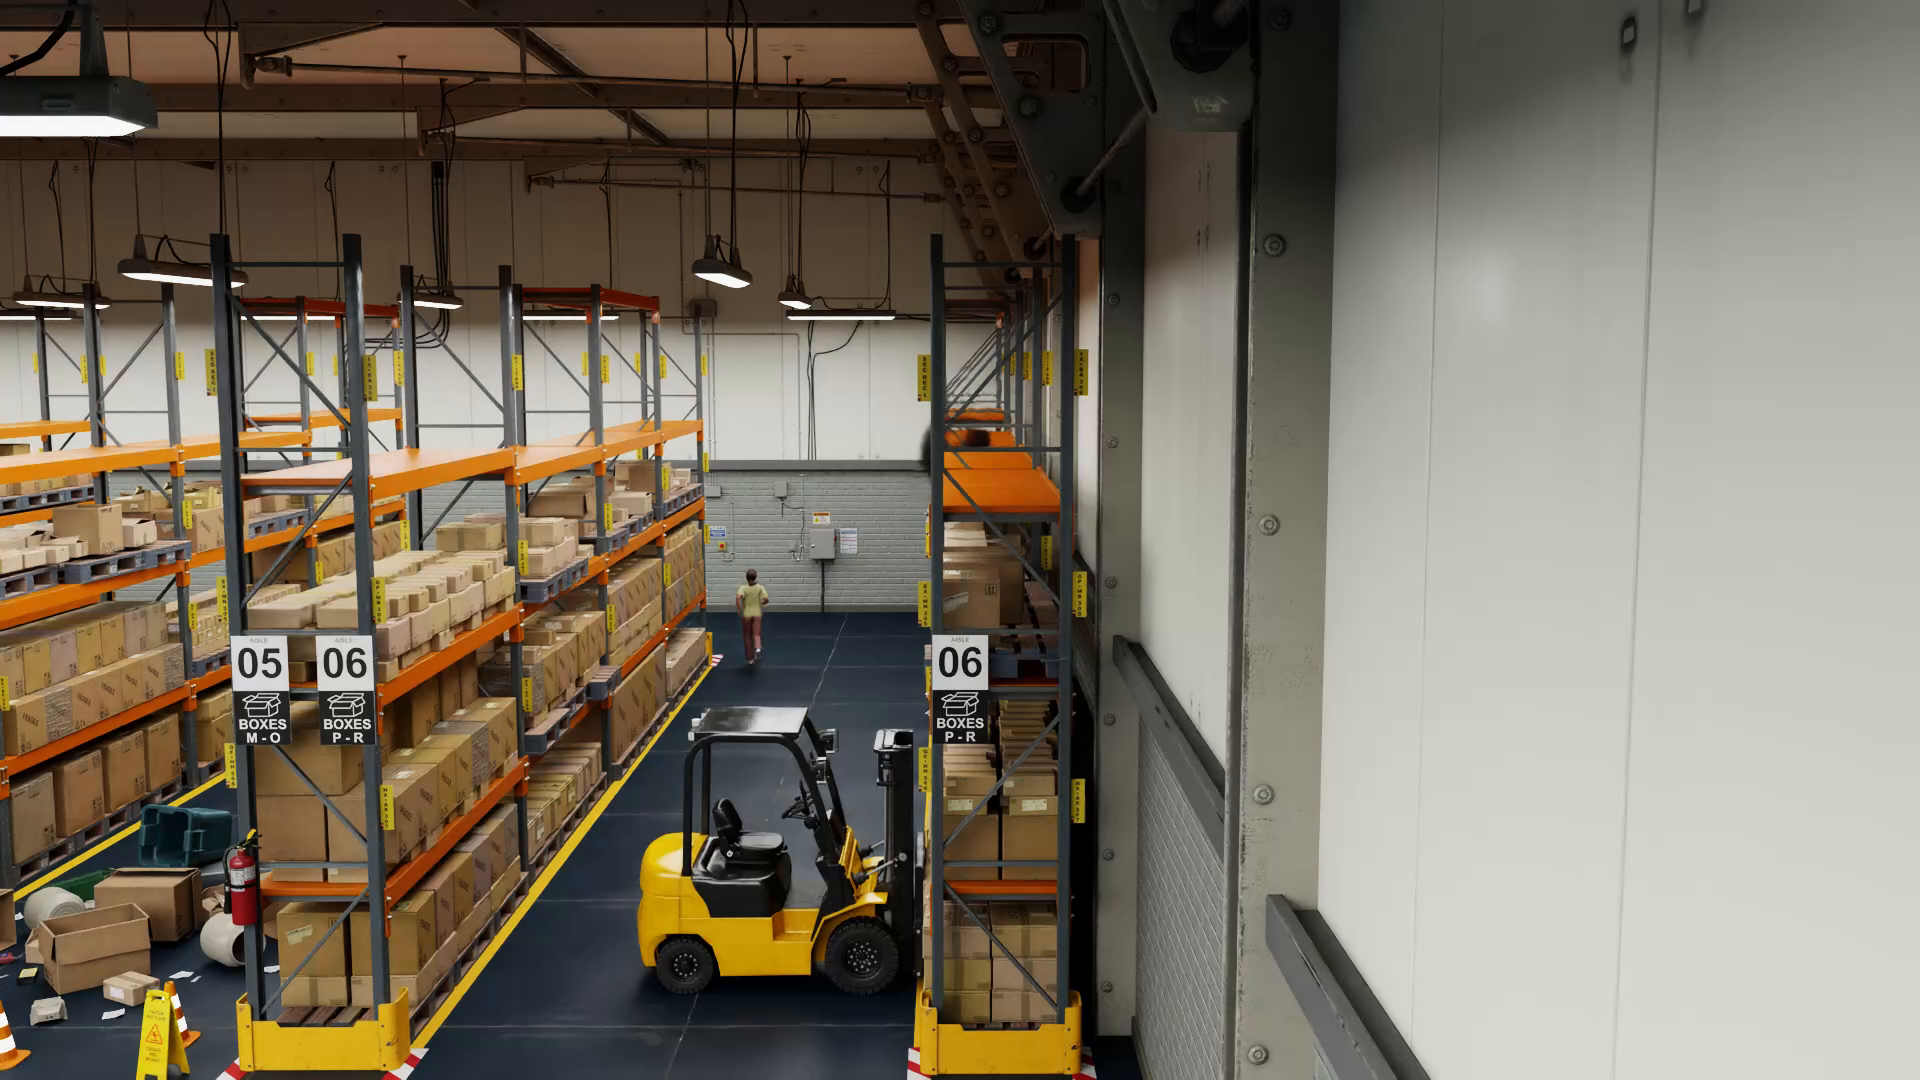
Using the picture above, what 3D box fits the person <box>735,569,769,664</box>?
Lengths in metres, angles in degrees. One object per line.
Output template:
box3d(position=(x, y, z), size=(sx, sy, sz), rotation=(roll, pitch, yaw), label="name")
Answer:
box3d(position=(-3.457, 1.297, 27.603), size=(0.574, 1.650, 0.918), rotation=(-2, 7, -14), label="person")
